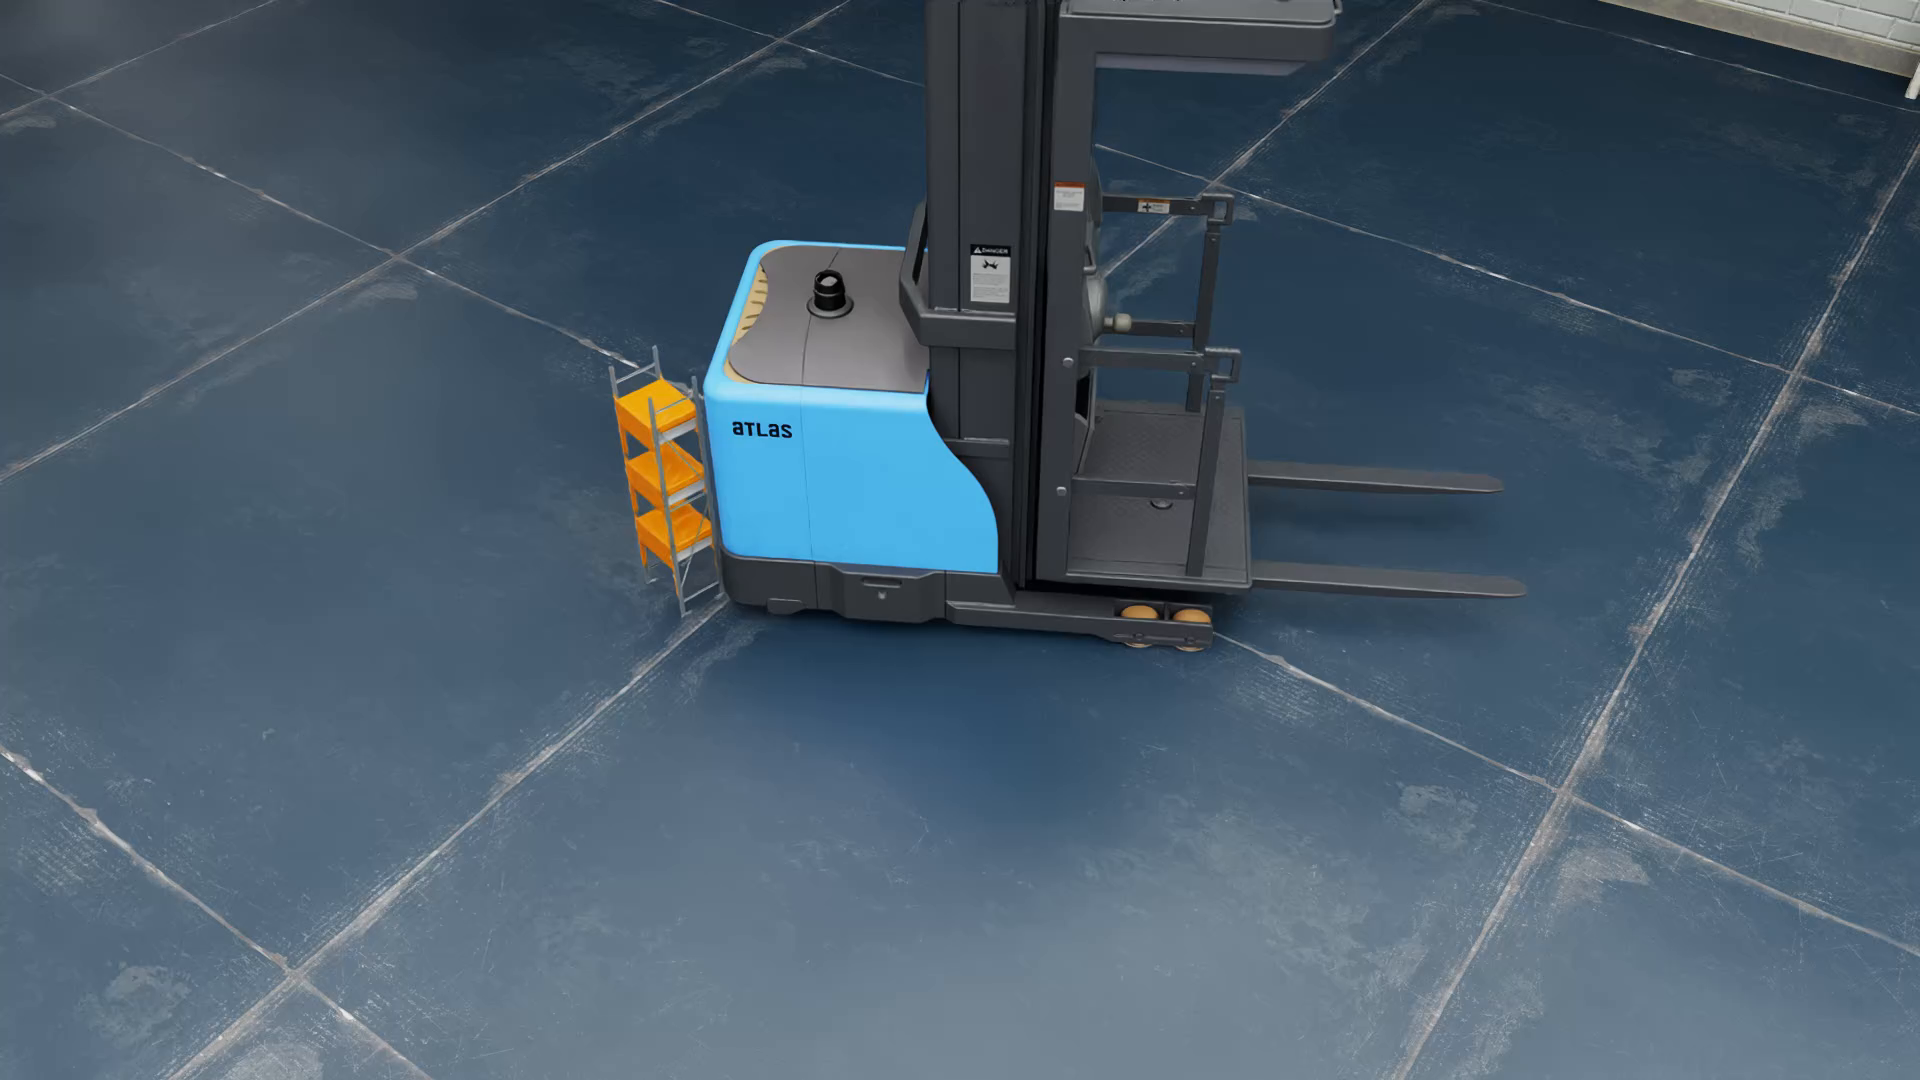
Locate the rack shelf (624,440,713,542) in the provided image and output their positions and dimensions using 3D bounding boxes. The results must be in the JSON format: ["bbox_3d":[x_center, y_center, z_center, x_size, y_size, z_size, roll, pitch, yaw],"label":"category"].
[{"bbox_3d":[-1.080,-0.192,6.193,0.215,0.259,0.240,-31,50,-30],"label":"rack shelf"}]

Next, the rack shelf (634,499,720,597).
[{"bbox_3d":[-1.080,0.015,6.378,0.215,0.259,0.240,-31,50,-30],"label":"rack shelf"}]

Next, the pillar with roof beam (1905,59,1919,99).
[{"bbox_3d":[3.239,-3.575,3.996,0.400,9.000,9.100,25,48,25],"label":"pillar with roof beam"}]

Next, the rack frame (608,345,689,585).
[{"bbox_3d":[-1.161,-0.260,6.254,0.200,1.050,0.008,-31,50,-30],"label":"rack frame"}]

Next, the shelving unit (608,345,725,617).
[{"bbox_3d":[-1.080,-0.200,6.186,0.215,1.050,0.252,-31,50,-30],"label":"shelving unit"}]

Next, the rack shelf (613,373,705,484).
[{"bbox_3d":[-1.081,-0.403,6.003,0.215,0.259,0.240,-31,50,-30],"label":"rack shelf"}]

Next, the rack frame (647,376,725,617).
[{"bbox_3d":[-0.999,-0.139,6.118,0.200,1.050,0.008,-31,50,-30],"label":"rack frame"}]

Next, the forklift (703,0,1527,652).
[{"bbox_3d":[0.640,-1.045,5.720,3.031,2.935,1.130,4,42,4],"label":"forklift"}]
